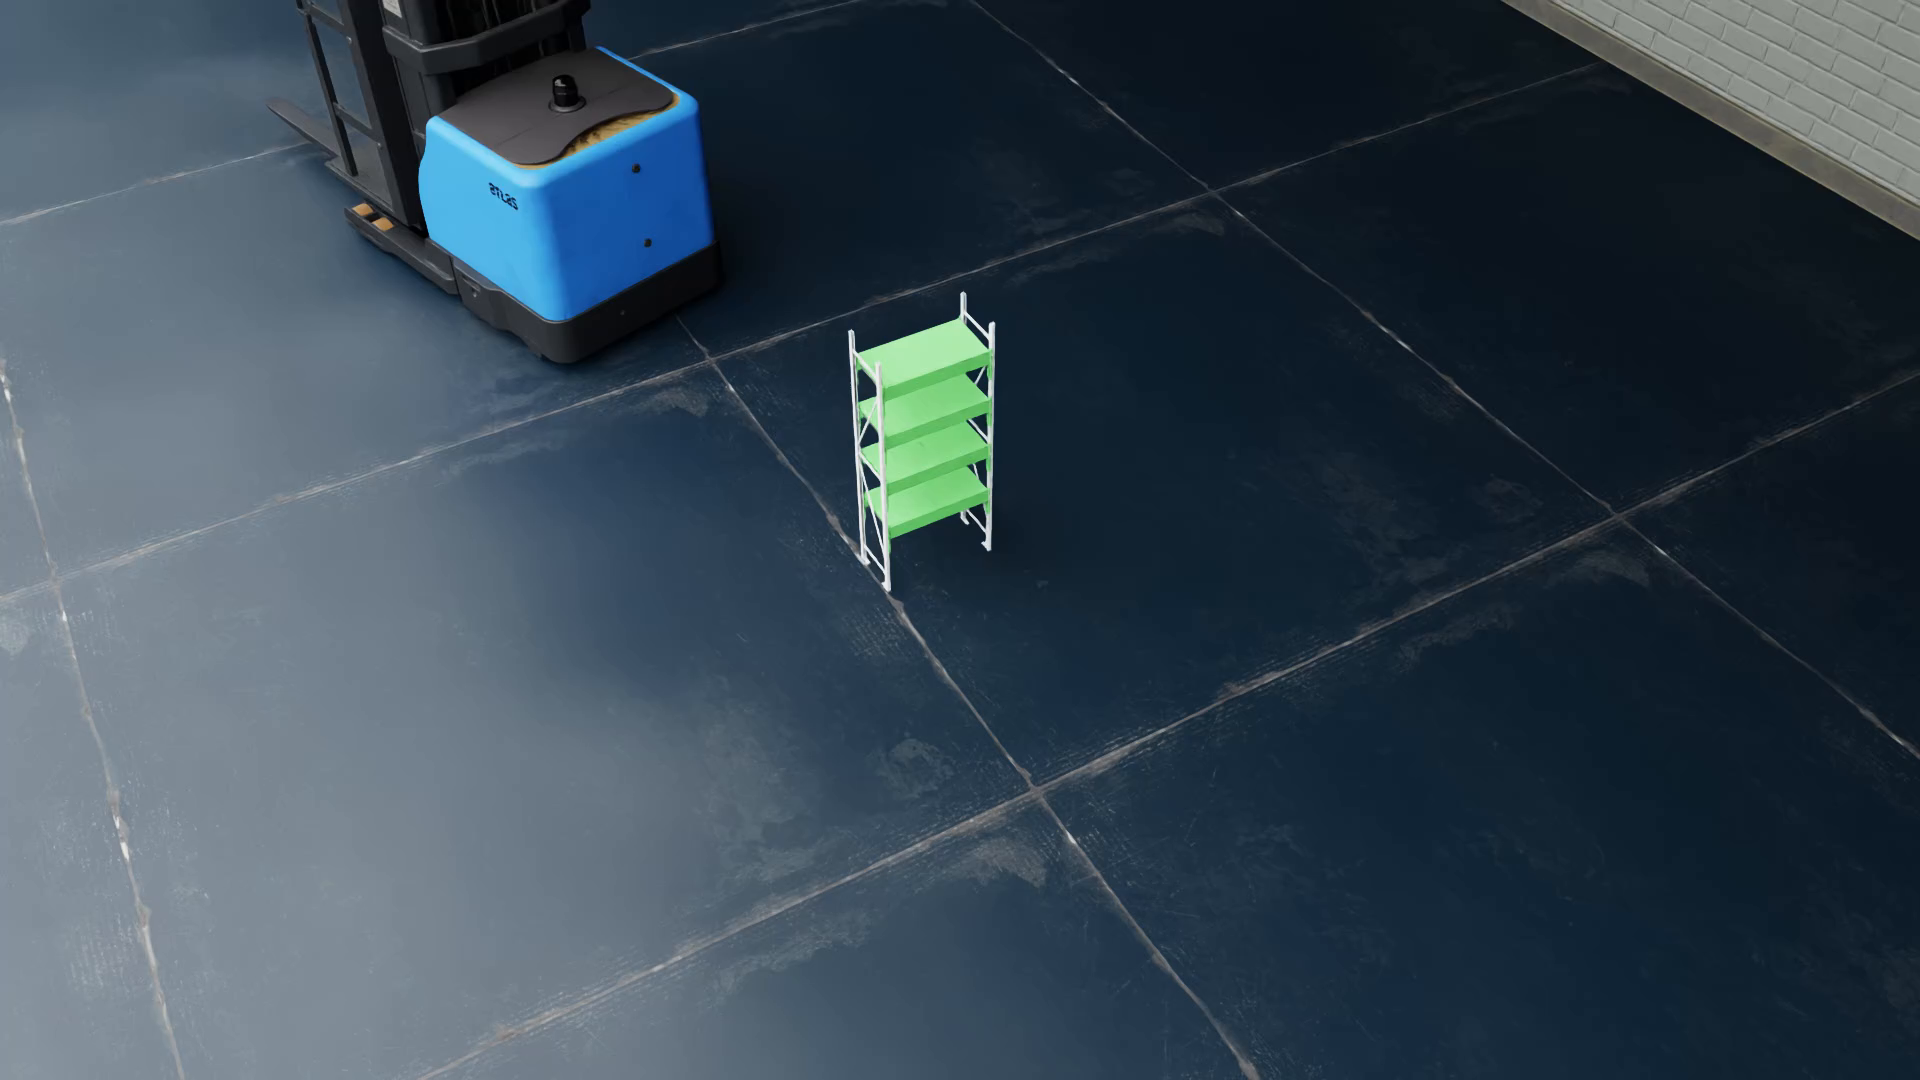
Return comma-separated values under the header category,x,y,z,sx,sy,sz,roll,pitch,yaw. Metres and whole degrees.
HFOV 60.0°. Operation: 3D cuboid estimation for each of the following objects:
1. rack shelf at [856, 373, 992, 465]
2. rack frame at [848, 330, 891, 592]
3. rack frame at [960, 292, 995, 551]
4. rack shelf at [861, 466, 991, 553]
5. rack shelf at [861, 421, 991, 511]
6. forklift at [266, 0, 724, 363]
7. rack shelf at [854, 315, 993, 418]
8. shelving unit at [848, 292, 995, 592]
category,x,y,z,sx,sy,sz,roll,pitch,yaw
rack shelf,-0.144,-0.500,6.580,0.480,0.148,0.258,-22,48,-21
rack frame,-0.355,-0.288,6.615,0.015,1.200,0.240,-22,48,-21
rack frame,0.068,-0.458,6.790,0.015,1.200,0.240,-22,48,-21
rack shelf,-0.144,-0.155,6.914,0.480,0.148,0.258,-22,48,-21
rack shelf,-0.144,-0.327,6.747,0.480,0.148,0.258,-22,48,-21
forklift,-2.611,-2.808,7.969,3.031,2.935,1.130,34,53,30
rack shelf,-0.144,-0.672,6.413,0.480,0.148,0.258,-22,48,-21
shelving unit,-0.144,-0.373,6.702,0.503,1.200,0.258,-22,48,-21
